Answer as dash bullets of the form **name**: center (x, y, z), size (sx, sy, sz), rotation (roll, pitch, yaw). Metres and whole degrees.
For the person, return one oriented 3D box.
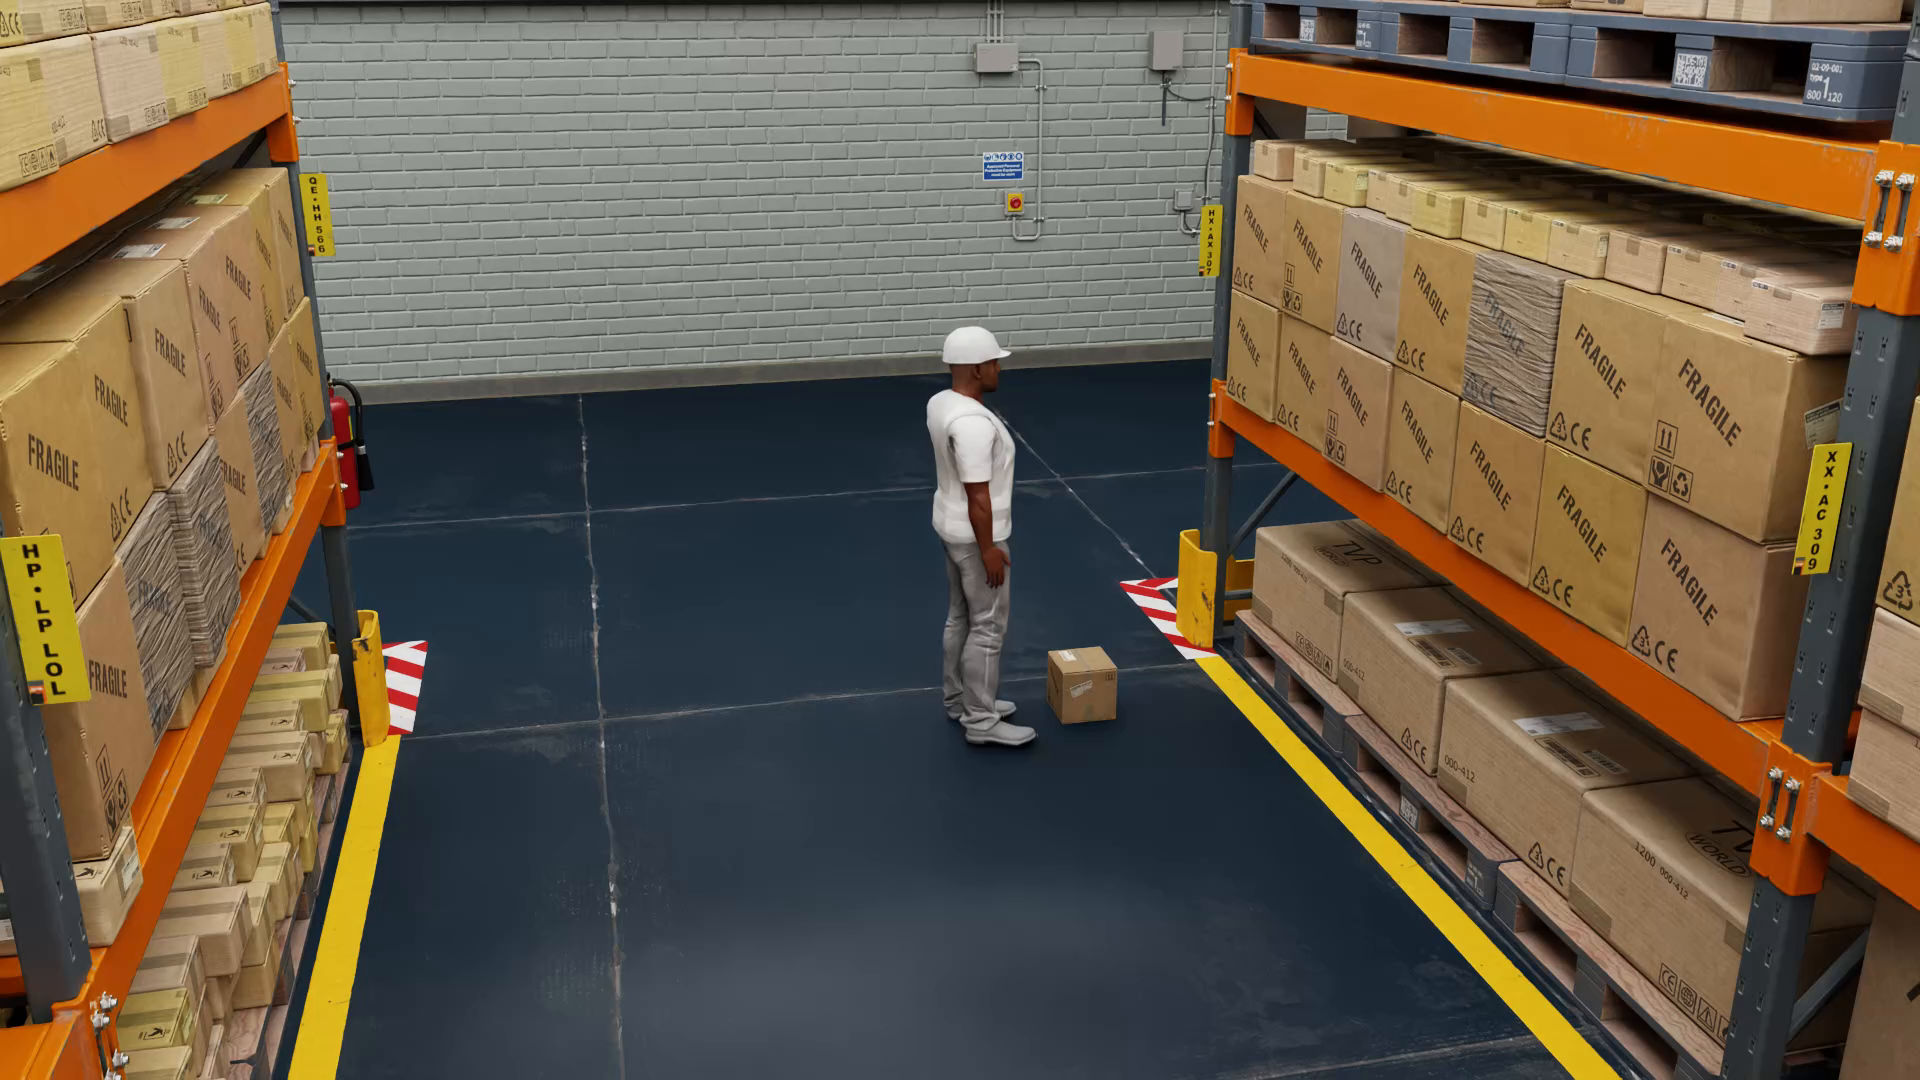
- **person**: center (0.083, -0.032, 7.107), size (0.392, 1.770, 0.602), rotation (-4, 20, -12)
